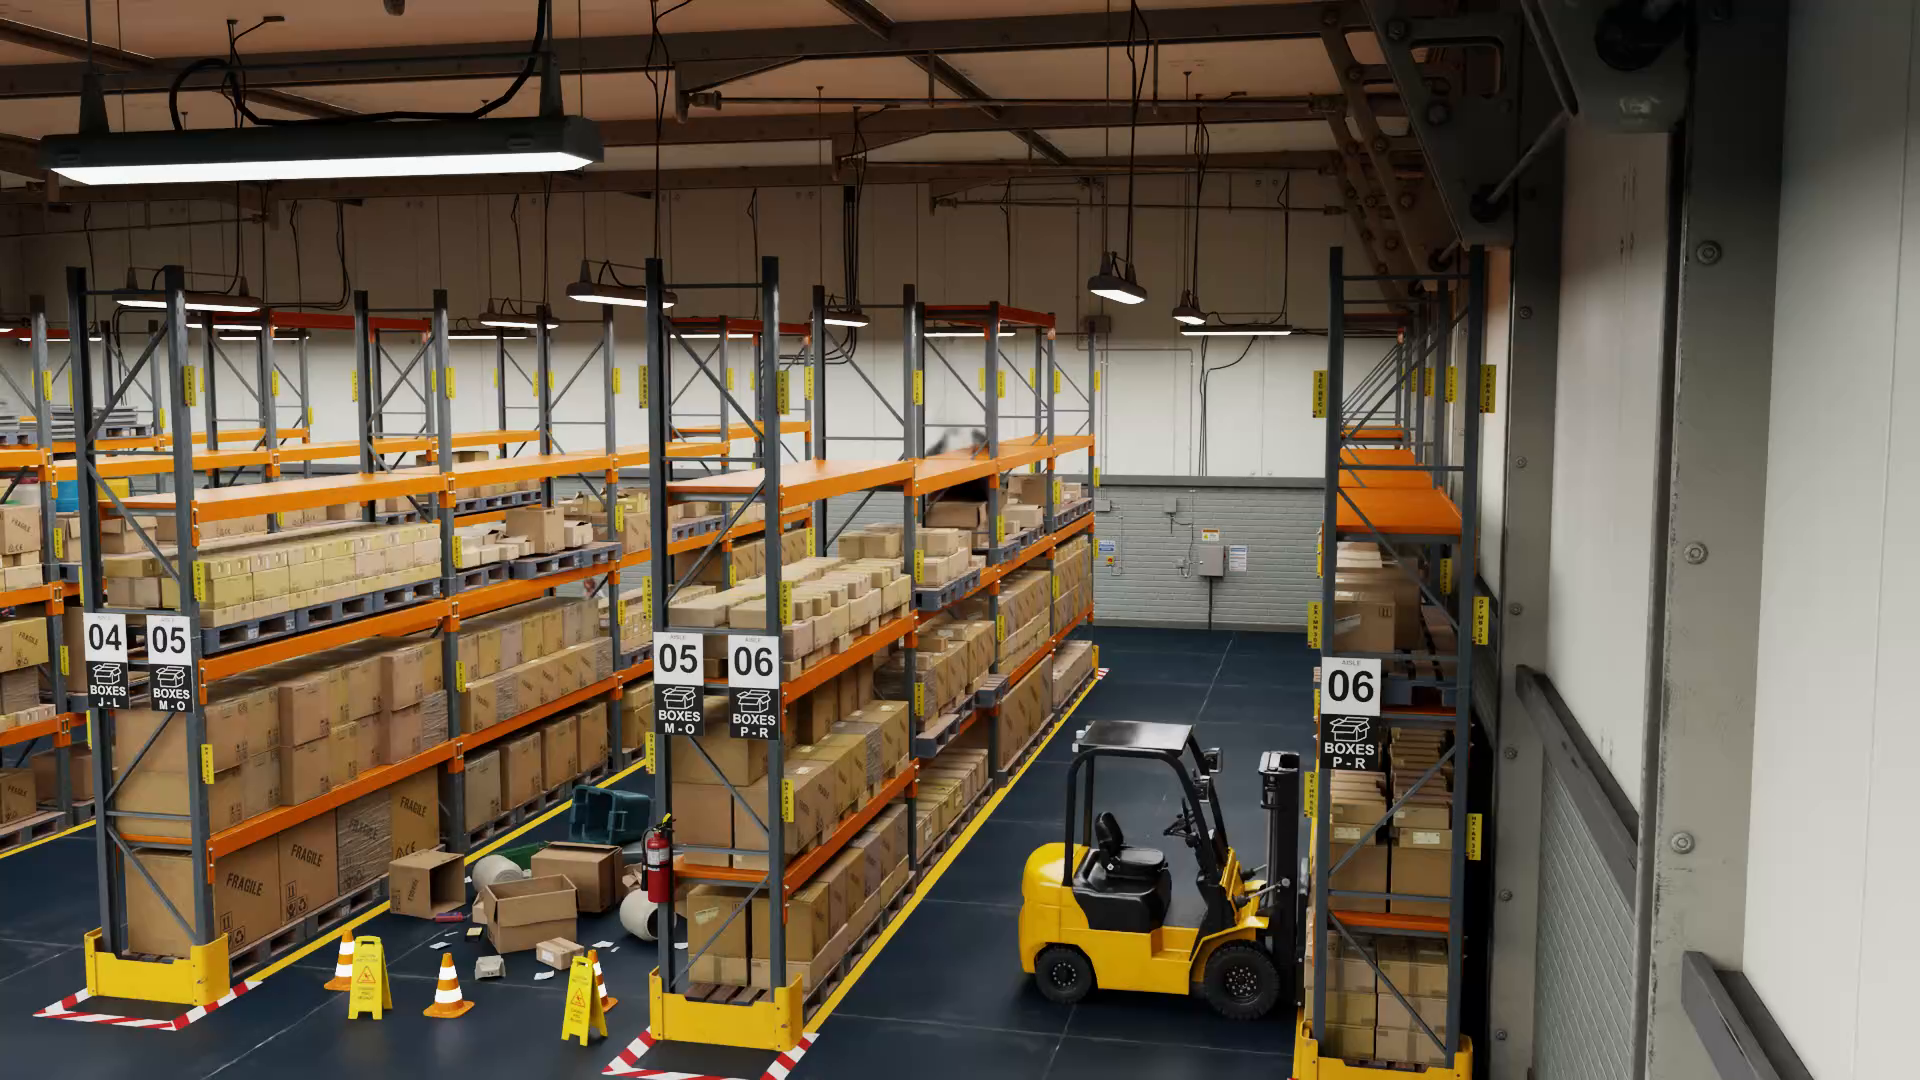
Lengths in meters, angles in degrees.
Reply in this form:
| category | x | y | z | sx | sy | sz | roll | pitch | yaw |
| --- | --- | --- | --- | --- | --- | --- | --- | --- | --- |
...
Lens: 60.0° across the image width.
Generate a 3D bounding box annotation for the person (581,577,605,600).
| category | x | y | z | sx | sy | sz | roll | pitch | yaw |
| --- | --- | --- | --- | --- | --- | --- | --- | --- | --- |
| person | -6.425 | 1.432 | 29.185 | 0.559 | 1.606 | 0.688 | 0 | 6 | 0 |
